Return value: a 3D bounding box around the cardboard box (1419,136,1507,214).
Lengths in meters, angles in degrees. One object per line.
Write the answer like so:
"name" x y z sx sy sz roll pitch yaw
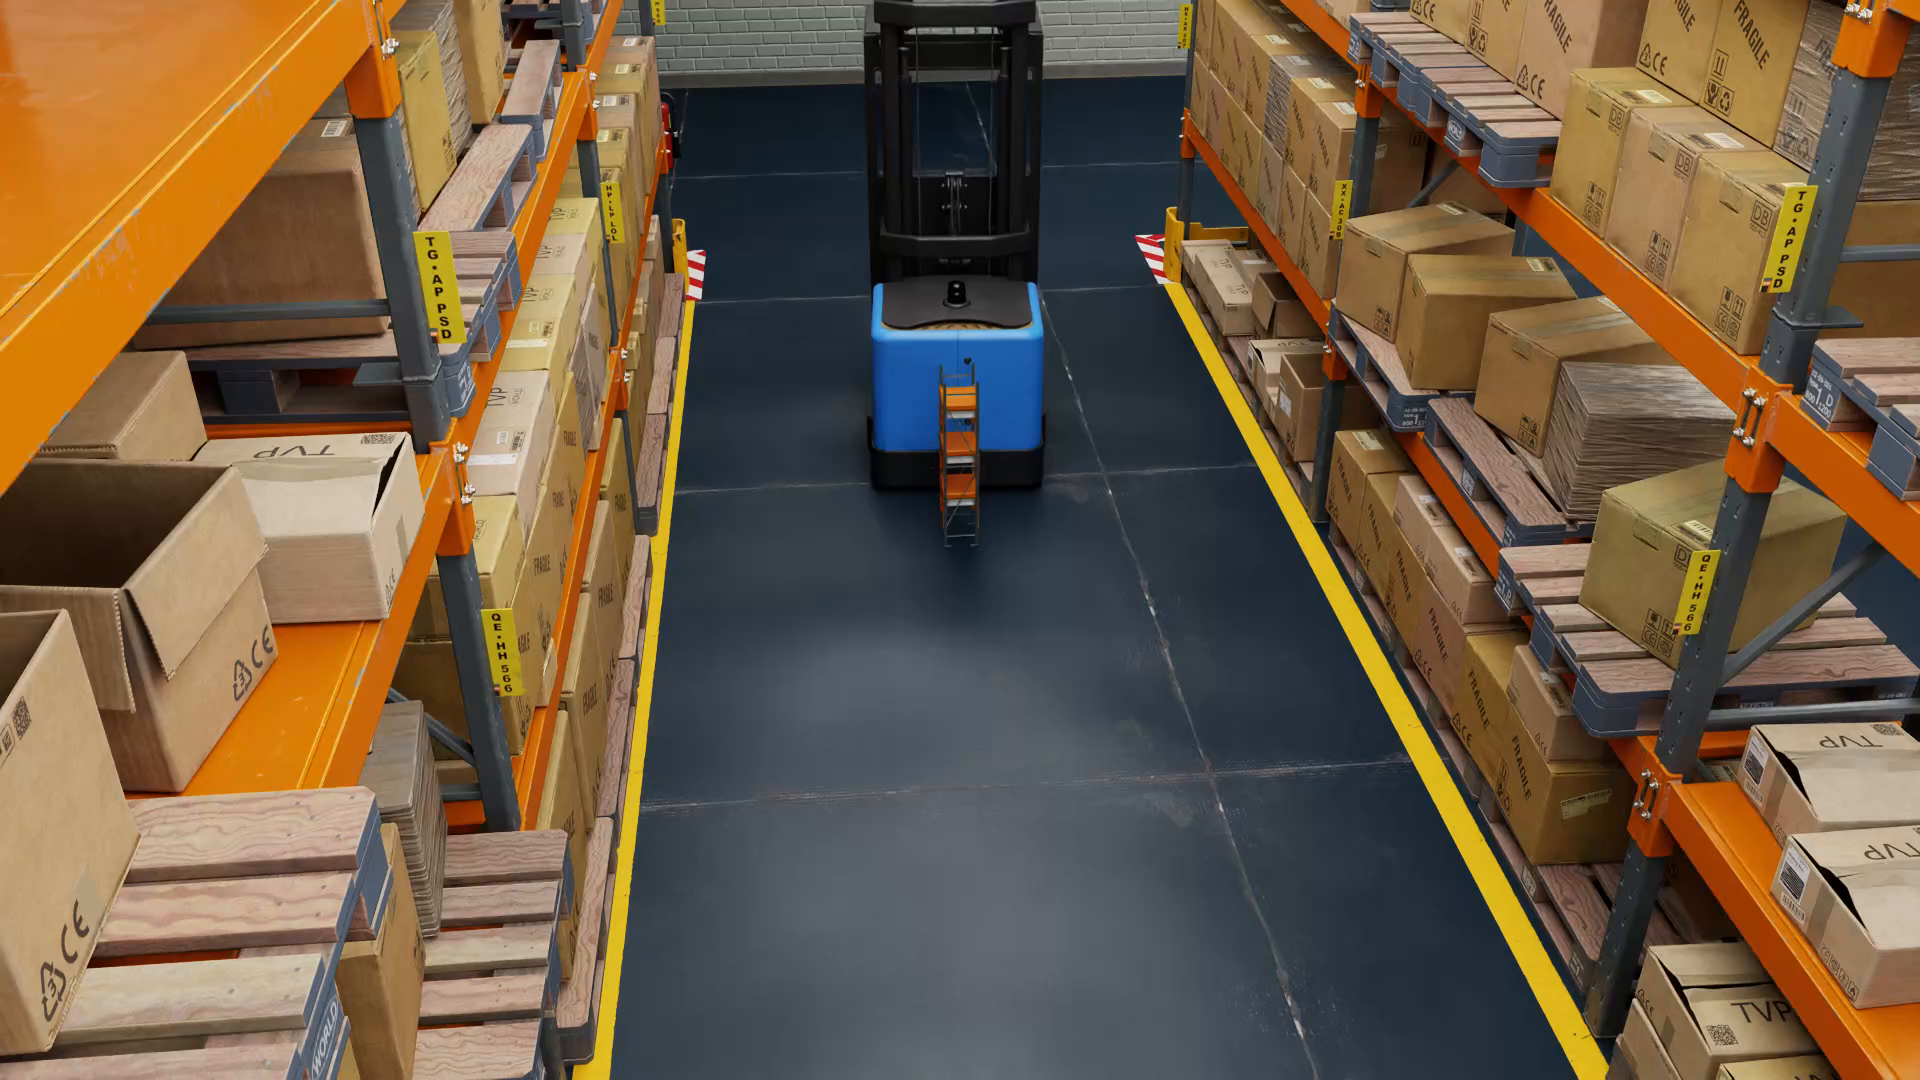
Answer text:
"cardboard box" 2.829 -2.161 9.370 0.500 0.500 0.500 -2 31 -3

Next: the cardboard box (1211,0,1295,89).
"cardboard box" 2.055 -3.443 11.517 0.500 0.500 0.500 -2 31 -4

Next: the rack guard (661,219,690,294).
"rack guard" -2.715 -2.177 12.907 1.175 0.500 0.348 -3 31 -5

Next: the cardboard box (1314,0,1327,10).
"cardboard box" 2.247 -3.149 9.318 0.500 0.250 0.500 -3 31 -5

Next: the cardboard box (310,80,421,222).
"cardboard box" -2.169 -1.185 5.358 0.700 0.500 0.500 -4 31 -7

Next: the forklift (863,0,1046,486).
"forklift" -0.045 -2.305 10.750 1.130 2.935 3.031 -1 31 -1

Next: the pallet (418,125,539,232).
"pallet" -2.185 -1.257 6.188 1.003 0.211 1.213 -1 31 -2

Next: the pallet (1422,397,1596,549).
"pallet" 2.780 -0.303 7.519 1.003 0.211 1.213 -3 31 -5

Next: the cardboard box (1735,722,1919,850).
"cardboard box" 2.957 0.834 5.516 0.500 0.311 0.500 -1 31 -1

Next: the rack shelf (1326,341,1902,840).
"rack shelf" 2.780 -0.105 7.702 1.077 0.370 4.000 -3 31 -5

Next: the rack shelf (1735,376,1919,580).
"rack shelf" 3.154 0.650 3.513 1.077 0.370 4.000 -3 31 -5

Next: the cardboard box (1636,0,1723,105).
"cardboard box" 2.837 -1.896 6.002 0.500 0.500 0.500 -3 31 -5

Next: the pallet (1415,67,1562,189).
"pallet" 2.684 -1.776 7.056 1.213 0.211 1.003 -3 31 -5

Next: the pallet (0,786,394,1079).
"pallet" -1.643 0.832 2.689 1.213 0.211 1.003 -3 31 -5

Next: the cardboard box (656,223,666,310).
"cardboard box" -2.547 -1.992 12.188 0.700 0.500 0.500 -3 31 -5

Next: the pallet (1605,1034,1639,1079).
"pallet" 3.005 2.227 5.816 1.003 0.211 1.213 -3 31 -5

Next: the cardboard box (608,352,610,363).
"cardboard box" -2.025 -0.937 8.619 0.380 0.149 0.250 -2 31 -4

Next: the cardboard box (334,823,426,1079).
"cardboard box" -1.832 1.139 4.392 0.700 0.500 0.500 -6 31 -9

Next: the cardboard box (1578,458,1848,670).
"cardboard box" 2.796 0.068 6.203 0.700 0.500 0.500 -13 33 -21

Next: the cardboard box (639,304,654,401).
"cardboard box" -2.396 -1.208 10.875 0.700 0.500 0.500 -2 31 -3

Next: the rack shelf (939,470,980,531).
"rack shelf" -0.005 -0.230 9.674 0.215 0.259 0.240 -3 31 -5

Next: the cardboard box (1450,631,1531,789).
"cardboard box" 2.598 0.761 7.559 0.500 0.500 0.500 -4 31 -6

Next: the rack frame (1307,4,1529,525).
"rack frame" 2.593 -1.435 9.227 1.000 3.000 0.127 -3 31 -5

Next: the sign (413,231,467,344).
"sign" -1.424 -0.688 4.547 0.100 0.325 0.005 -3 31 -5

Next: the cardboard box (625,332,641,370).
"cardboard box" -2.157 -1.151 10.148 0.380 0.149 0.250 -2 31 -3

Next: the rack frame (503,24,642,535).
"rack frame" -2.339 -1.195 8.826 1.000 3.000 0.127 -3 31 -5

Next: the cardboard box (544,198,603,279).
"cardboard box" -2.040 -1.470 8.148 0.500 0.250 0.500 -2 31 -3

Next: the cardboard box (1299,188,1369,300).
"cardboard box" 2.291 -1.720 9.608 0.500 0.500 0.500 -2 31 -4

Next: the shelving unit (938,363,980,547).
"shelving unit" -0.005 -0.478 9.527 0.215 1.050 0.252 -3 31 -5

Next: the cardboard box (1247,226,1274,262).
"cardboard box" 2.515 -2.327 12.729 0.500 0.500 0.500 -3 31 -5

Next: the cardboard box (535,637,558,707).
"cardboard box" -1.720 0.498 6.216 0.380 0.149 0.250 -2 31 -3

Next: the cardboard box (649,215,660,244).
"cardboard box" -2.354 -2.214 11.927 0.380 0.149 0.250 -3 31 -5

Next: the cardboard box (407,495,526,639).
"cardboard box" -1.753 0.087 5.541 0.500 0.250 0.500 -2 31 -3

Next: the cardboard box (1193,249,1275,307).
"cardboard box" 2.034 -1.939 12.323 0.500 0.250 0.500 -3 31 -5

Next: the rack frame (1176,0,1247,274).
"rack frame" 2.219 -3.477 12.646 1.000 3.000 0.127 -3 31 -5

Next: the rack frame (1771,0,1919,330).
"rack frame" 2.967 -1.968 4.269 1.000 3.000 0.127 -3 31 -5

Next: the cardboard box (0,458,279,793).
"cardboard box" -1.936 0.173 3.491 0.797 0.503 0.637 1 31 2

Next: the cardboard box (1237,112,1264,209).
"cardboard box" 2.141 -2.506 10.922 0.500 0.500 0.500 -2 31 -4

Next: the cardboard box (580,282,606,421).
"cardboard box" -1.987 -0.891 7.909 0.500 0.500 0.500 -3 31 -4

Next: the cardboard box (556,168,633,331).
"cardboard box" -2.373 -1.602 9.214 0.980 0.700 0.700 -2 31 -4

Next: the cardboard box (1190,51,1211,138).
"cardboard box" 1.998 -3.281 12.219 0.500 0.500 0.500 -2 31 -4

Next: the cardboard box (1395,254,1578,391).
"cardboard box" 2.542 -1.057 8.088 0.700 0.500 0.500 2 31 3

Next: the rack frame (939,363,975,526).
"rack frame" -0.016 -0.540 9.631 0.200 1.050 0.008 -3 31 -5

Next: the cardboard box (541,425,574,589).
"cardboard box" -1.840 -0.114 6.608 0.500 0.500 0.500 -3 31 -5

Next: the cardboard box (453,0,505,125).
"cardboard box" -2.249 -1.979 6.687 0.700 0.500 0.500 -3 31 -6

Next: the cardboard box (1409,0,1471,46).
"cardboard box" 2.567 -2.728 7.862 0.600 0.600 0.600 -6 31 -9

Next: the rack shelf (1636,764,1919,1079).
"rack shelf" 3.154 1.938 4.282 1.077 0.370 4.000 -3 31 -5

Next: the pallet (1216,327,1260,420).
"pallet" 2.413 -1.212 11.574 1.003 0.211 1.213 -3 31 -5

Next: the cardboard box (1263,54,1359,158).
"cardboard box" 2.191 -2.671 10.224 0.500 0.500 0.500 -3 31 -4

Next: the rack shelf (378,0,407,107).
"rack shelf" -2.152 -2.269 5.865 1.077 0.370 4.000 -3 31 -5

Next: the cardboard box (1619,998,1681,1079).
"cardboard box" 2.723 1.889 5.934 0.500 0.250 0.500 -3 31 -5

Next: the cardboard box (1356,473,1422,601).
"cardboard box" 2.457 -0.020 8.867 0.500 0.500 0.500 -2 31 -4

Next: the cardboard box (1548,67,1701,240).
"cardboard box" 2.796 -1.470 6.263 0.910 0.500 0.500 -3 31 -5

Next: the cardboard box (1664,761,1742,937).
"cardboard box" 3.209 1.246 6.748 0.500 0.500 0.500 -1 31 -2

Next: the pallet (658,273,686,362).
"pallet" -2.560 -1.636 12.283 1.003 0.211 1.213 -3 31 -5

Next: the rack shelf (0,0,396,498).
"rack shelf" -1.778 -0.227 2.446 1.077 0.370 4.000 -3 31 -5

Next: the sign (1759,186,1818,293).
"sign" 2.426 -0.877 4.864 0.100 0.325 0.005 -3 31 -5

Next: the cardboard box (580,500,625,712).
"cardboard box" -2.062 0.327 7.965 0.750 0.750 0.750 -2 31 -3

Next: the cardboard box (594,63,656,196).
"cardboard box" -2.576 -2.735 11.112 0.980 0.700 0.700 -3 31 -5

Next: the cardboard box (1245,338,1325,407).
"cardboard box" 2.187 -1.129 10.909 0.500 0.311 0.500 -3 31 -5
